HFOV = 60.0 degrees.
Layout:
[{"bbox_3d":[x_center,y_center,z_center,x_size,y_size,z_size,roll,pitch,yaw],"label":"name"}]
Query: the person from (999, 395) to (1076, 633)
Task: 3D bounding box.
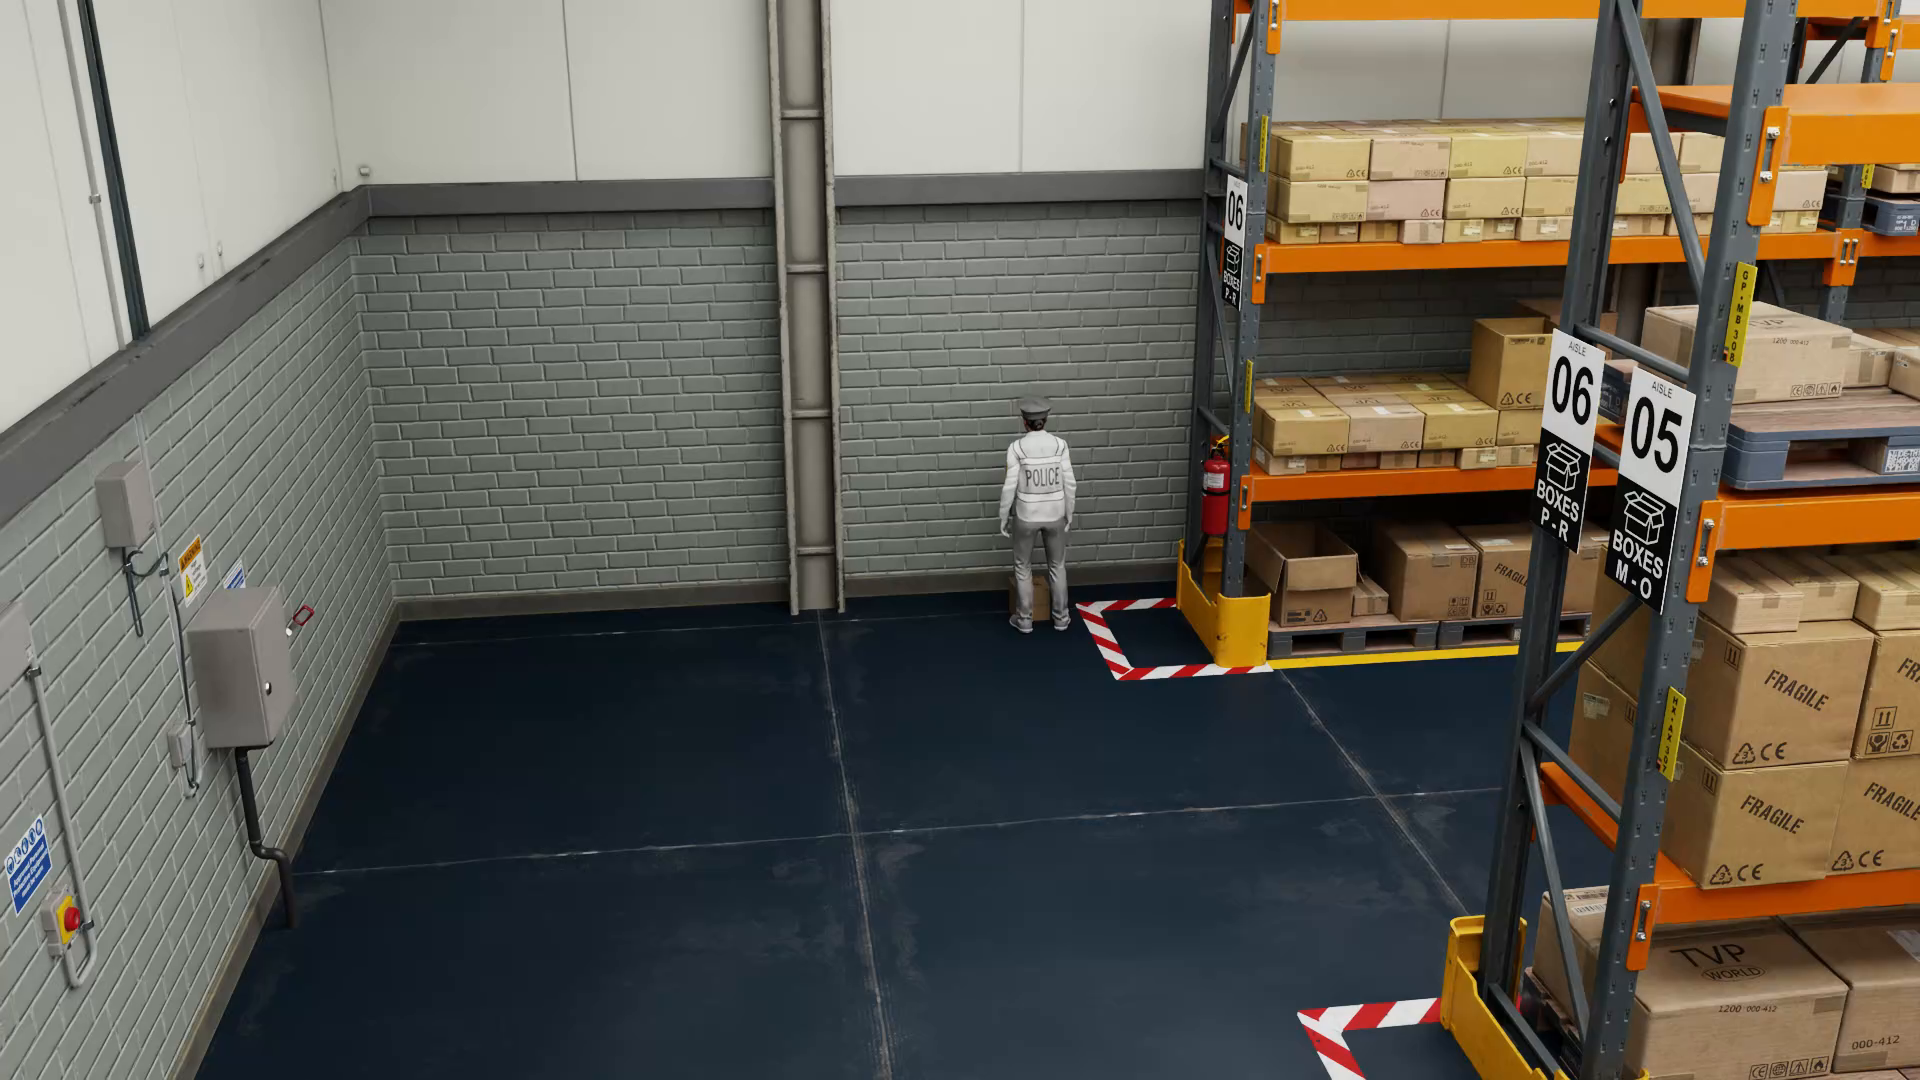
[{"bbox_3d":[0.536,-0.159,11.499,0.547,1.666,0.370,-4,21,-11],"label":"person"}]
